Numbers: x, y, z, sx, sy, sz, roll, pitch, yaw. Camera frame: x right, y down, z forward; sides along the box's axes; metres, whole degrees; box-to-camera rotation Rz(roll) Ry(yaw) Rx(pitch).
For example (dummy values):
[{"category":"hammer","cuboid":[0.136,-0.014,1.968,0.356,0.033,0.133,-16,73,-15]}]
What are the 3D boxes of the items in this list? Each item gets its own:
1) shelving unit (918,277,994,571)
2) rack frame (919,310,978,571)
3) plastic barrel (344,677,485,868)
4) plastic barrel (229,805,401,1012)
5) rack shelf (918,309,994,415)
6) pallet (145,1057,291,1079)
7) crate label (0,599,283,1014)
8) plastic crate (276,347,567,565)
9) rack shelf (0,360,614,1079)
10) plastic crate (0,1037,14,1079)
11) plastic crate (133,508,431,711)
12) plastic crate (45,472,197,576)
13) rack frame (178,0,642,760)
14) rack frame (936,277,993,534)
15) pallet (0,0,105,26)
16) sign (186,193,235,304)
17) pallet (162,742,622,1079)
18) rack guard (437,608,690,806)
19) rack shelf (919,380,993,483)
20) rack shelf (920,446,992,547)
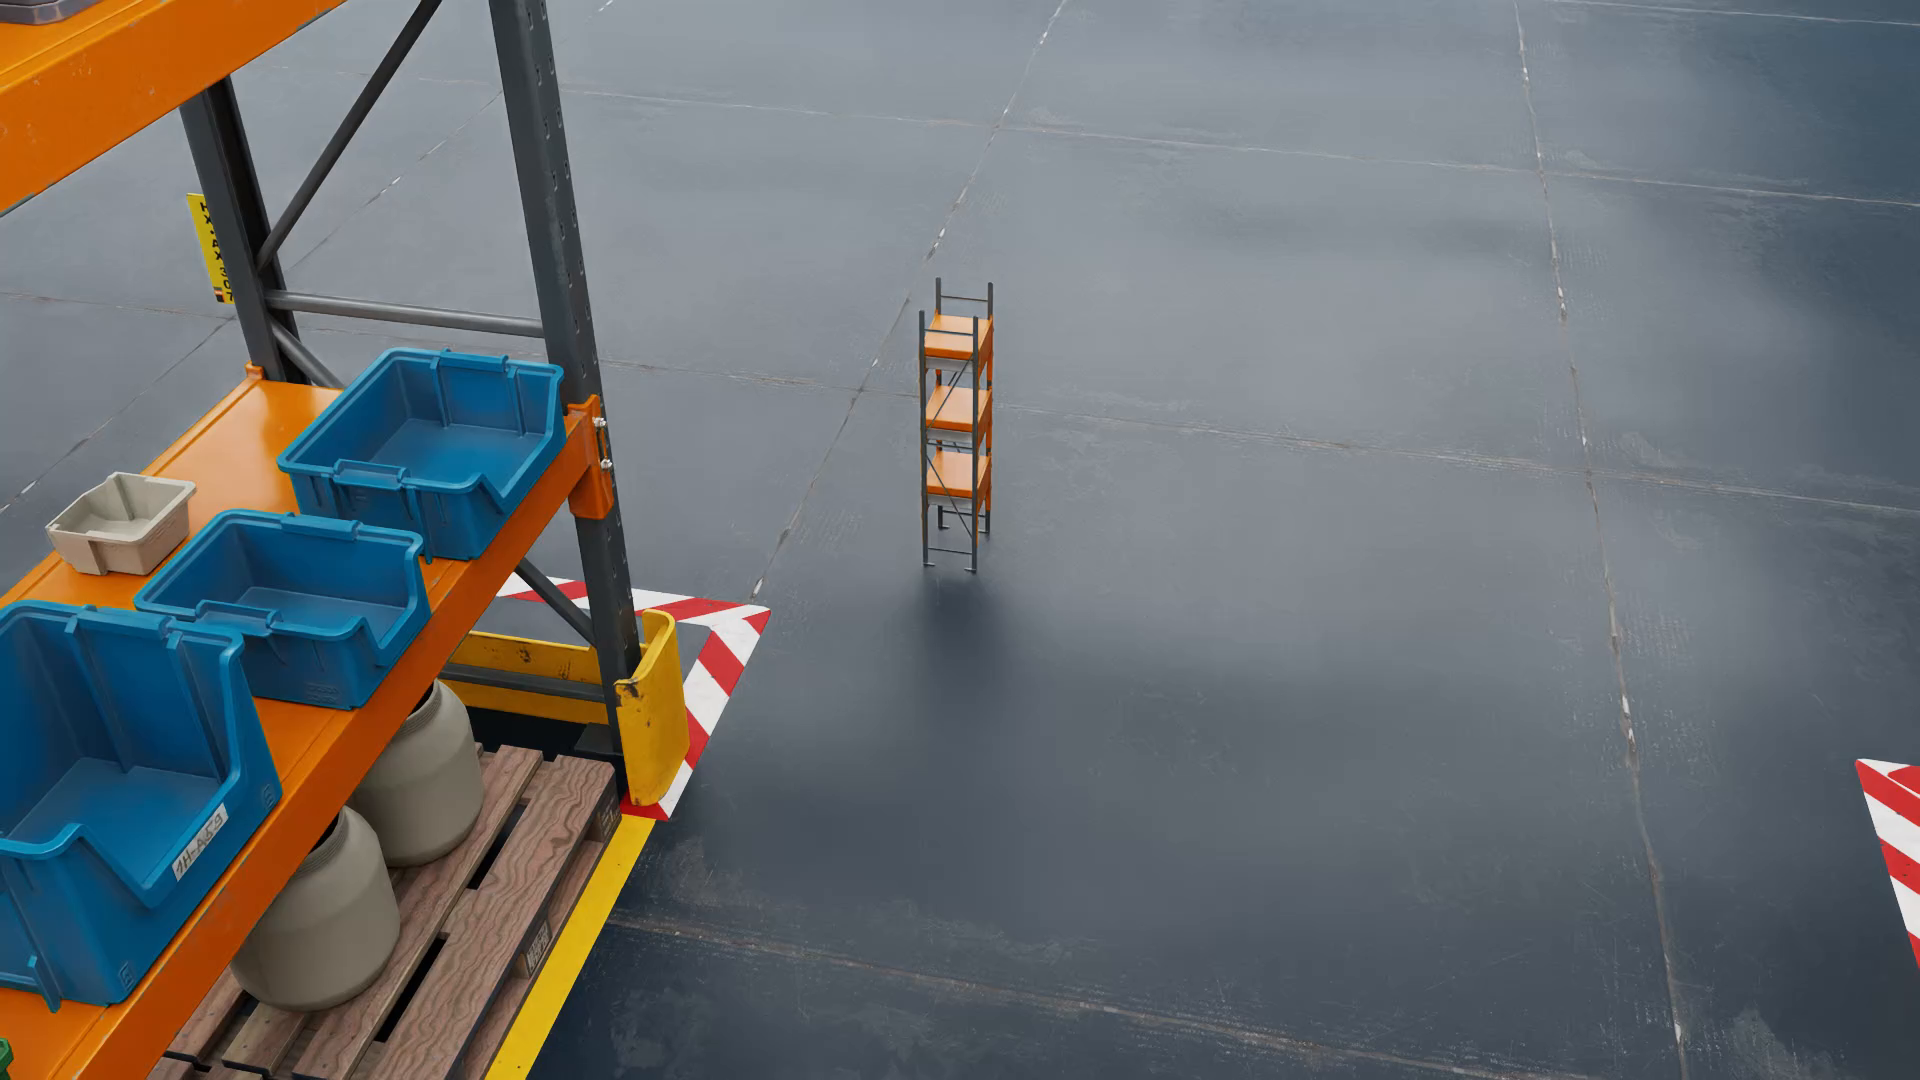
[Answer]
[{"category":"shelving unit","cuboid":[-0.011,-0.394,5.900,0.215,1.050,0.252,7,37,10]},{"category":"rack frame","cuboid":[-0.038,-0.324,5.803,0.200,1.050,0.008,7,37,10]},{"category":"plastic barrel","cuboid":[-1.558,0.616,4.607,0.421,0.512,0.421,0,36,0]},{"category":"plastic barrel","cuboid":[-1.665,0.903,4.210,0.421,0.512,0.421,0,36,0]},{"category":"rack shelf","cuboid":[-0.011,-0.616,5.739,0.215,0.259,0.240,7,37,10]},{"category":"pallet","cuboid":[-1.904,1.732,3.680,1.003,0.211,1.213,7,37,10]},{"category":"crate label","cuboid":[-1.621,0.466,3.021,0.502,0.435,0.616,7,37,10]},{"category":"plastic crate","cuboid":[-1.306,-0.224,4.130,0.499,0.251,0.616,7,37,10]},{"category":"rack shelf","cuboid":[-1.919,0.829,3.163,1.077,0.370,4.000,7,37,10]},{"category":"plastic crate","cuboid":[-1.780,1.028,2.457,0.450,0.188,0.662,7,37,10]},{"category":"plastic crate","cuboid":[-1.451,0.148,3.617,0.499,0.251,0.408,7,37,10]},{"category":"plastic crate","cuboid":[-1.997,-0.029,3.959,0.298,0.136,0.250,7,37,10]},{"category":"rack frame","cuboid":[-1.492,-0.609,4.534,1.000,3.000,0.127,7,37,10]},{"category":"rack frame","cuboid":[0.015,-0.464,5.996,0.200,1.050,0.008,7,37,10]},{"category":"pallet","cuboid":[-1.764,-1.285,3.071,1.003,0.211,1.213,7,37,10]},{"category":"sign","cuboid":[-2.028,-0.792,4.551,0.100,0.325,0.005,7,37,10]},{"category":"pallet","cuboid":[-1.641,1.035,4.642,1.003,0.211,1.213,7,37,10]},{"category":"rack guard","cuboid":[-1.462,0.453,5.199,1.175,0.500,0.348,7,37,10]},{"category":"rack shelf","cuboid":[-0.011,-0.386,5.906,0.215,0.259,0.240,7,37,10]},{"category":"rack shelf","cuboid":[-0.011,-0.161,6.069,0.215,0.259,0.240,7,37,10]}]
